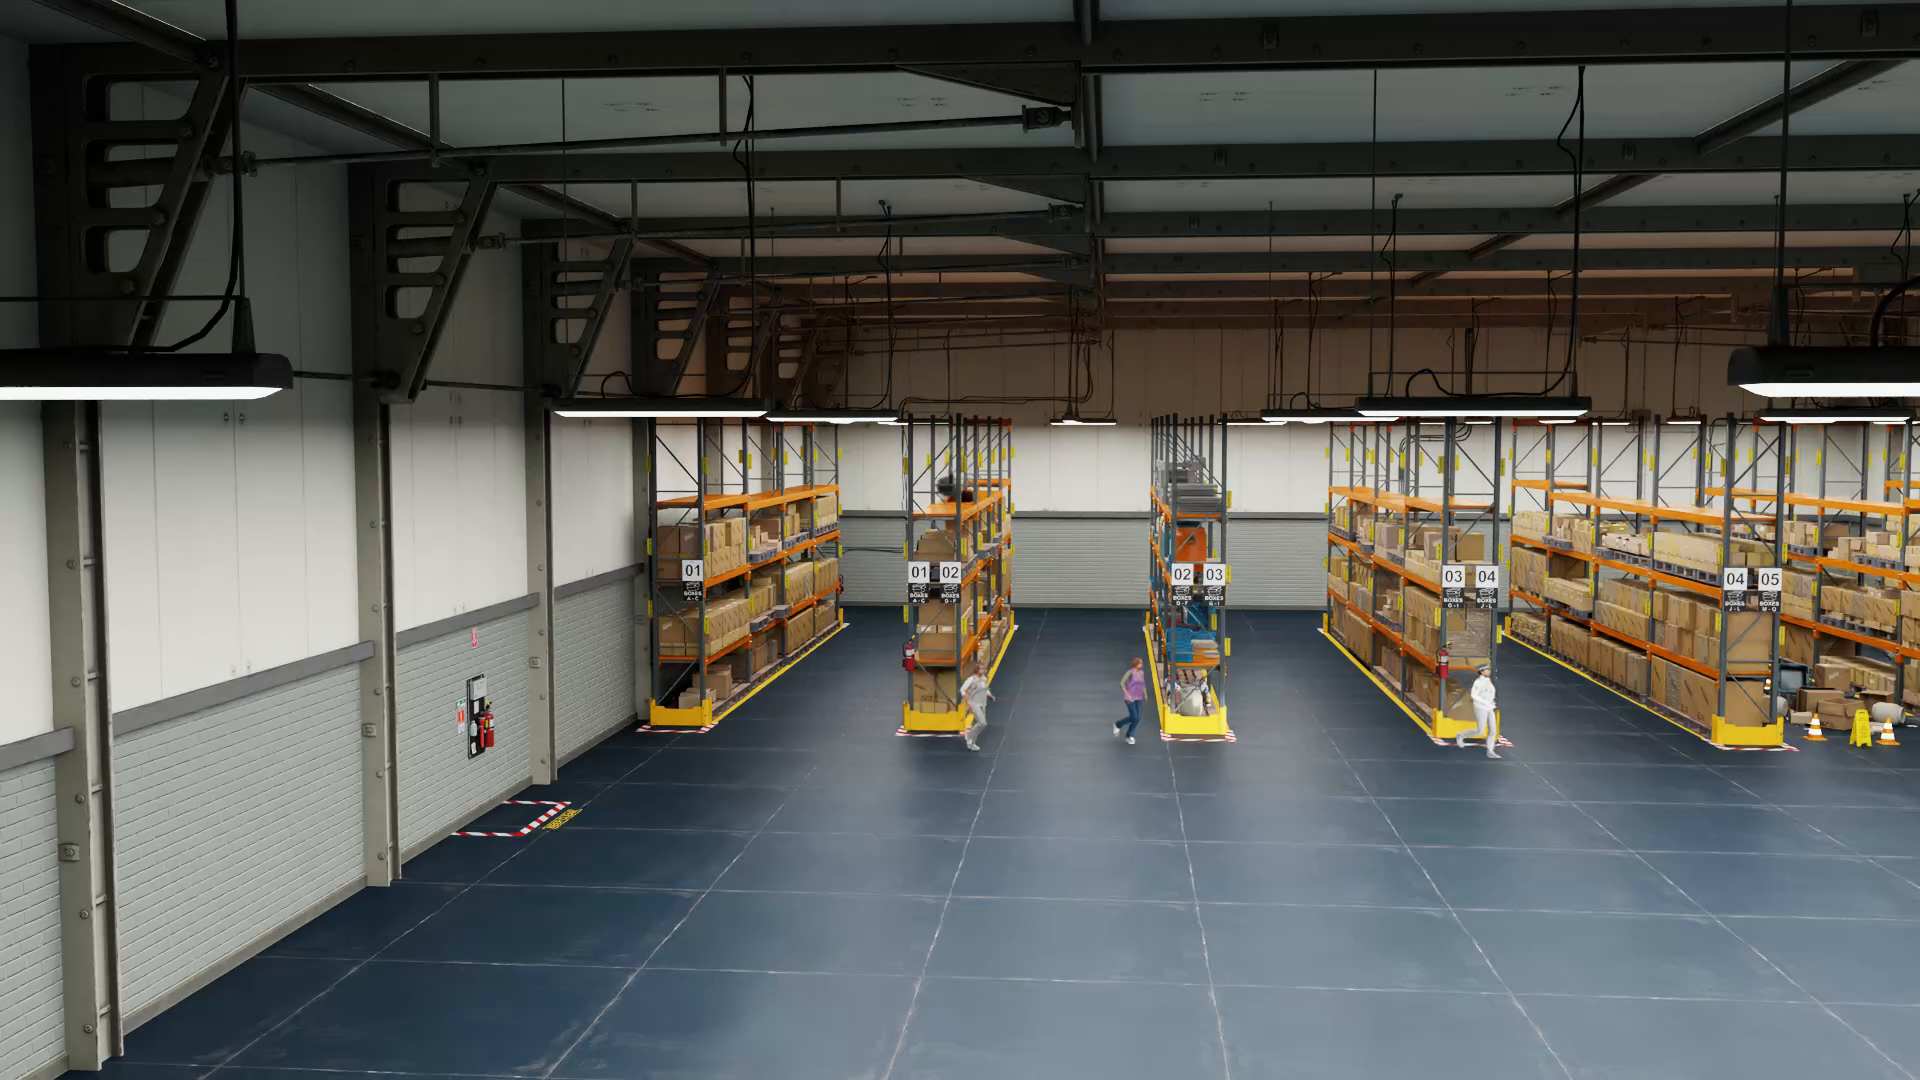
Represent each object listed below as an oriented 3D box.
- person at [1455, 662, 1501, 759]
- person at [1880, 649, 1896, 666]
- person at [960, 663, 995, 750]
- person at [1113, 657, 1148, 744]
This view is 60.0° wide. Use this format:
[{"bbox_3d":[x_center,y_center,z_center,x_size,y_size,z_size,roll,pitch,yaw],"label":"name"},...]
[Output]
[{"bbox_3d":[9.099,2.945,29.006,0.850,1.660,0.639,3,5,42],"label":"person"},{"bbox_3d":[22.127,2.241,39.450,0.555,1.654,0.536,0,4,2],"label":"person"},{"bbox_3d":[0.342,2.953,29.467,0.565,1.568,0.543,3,5,39],"label":"person"},{"bbox_3d":[3.154,2.913,30.421,0.580,1.556,0.518,-3,5,-40],"label":"person"}]
